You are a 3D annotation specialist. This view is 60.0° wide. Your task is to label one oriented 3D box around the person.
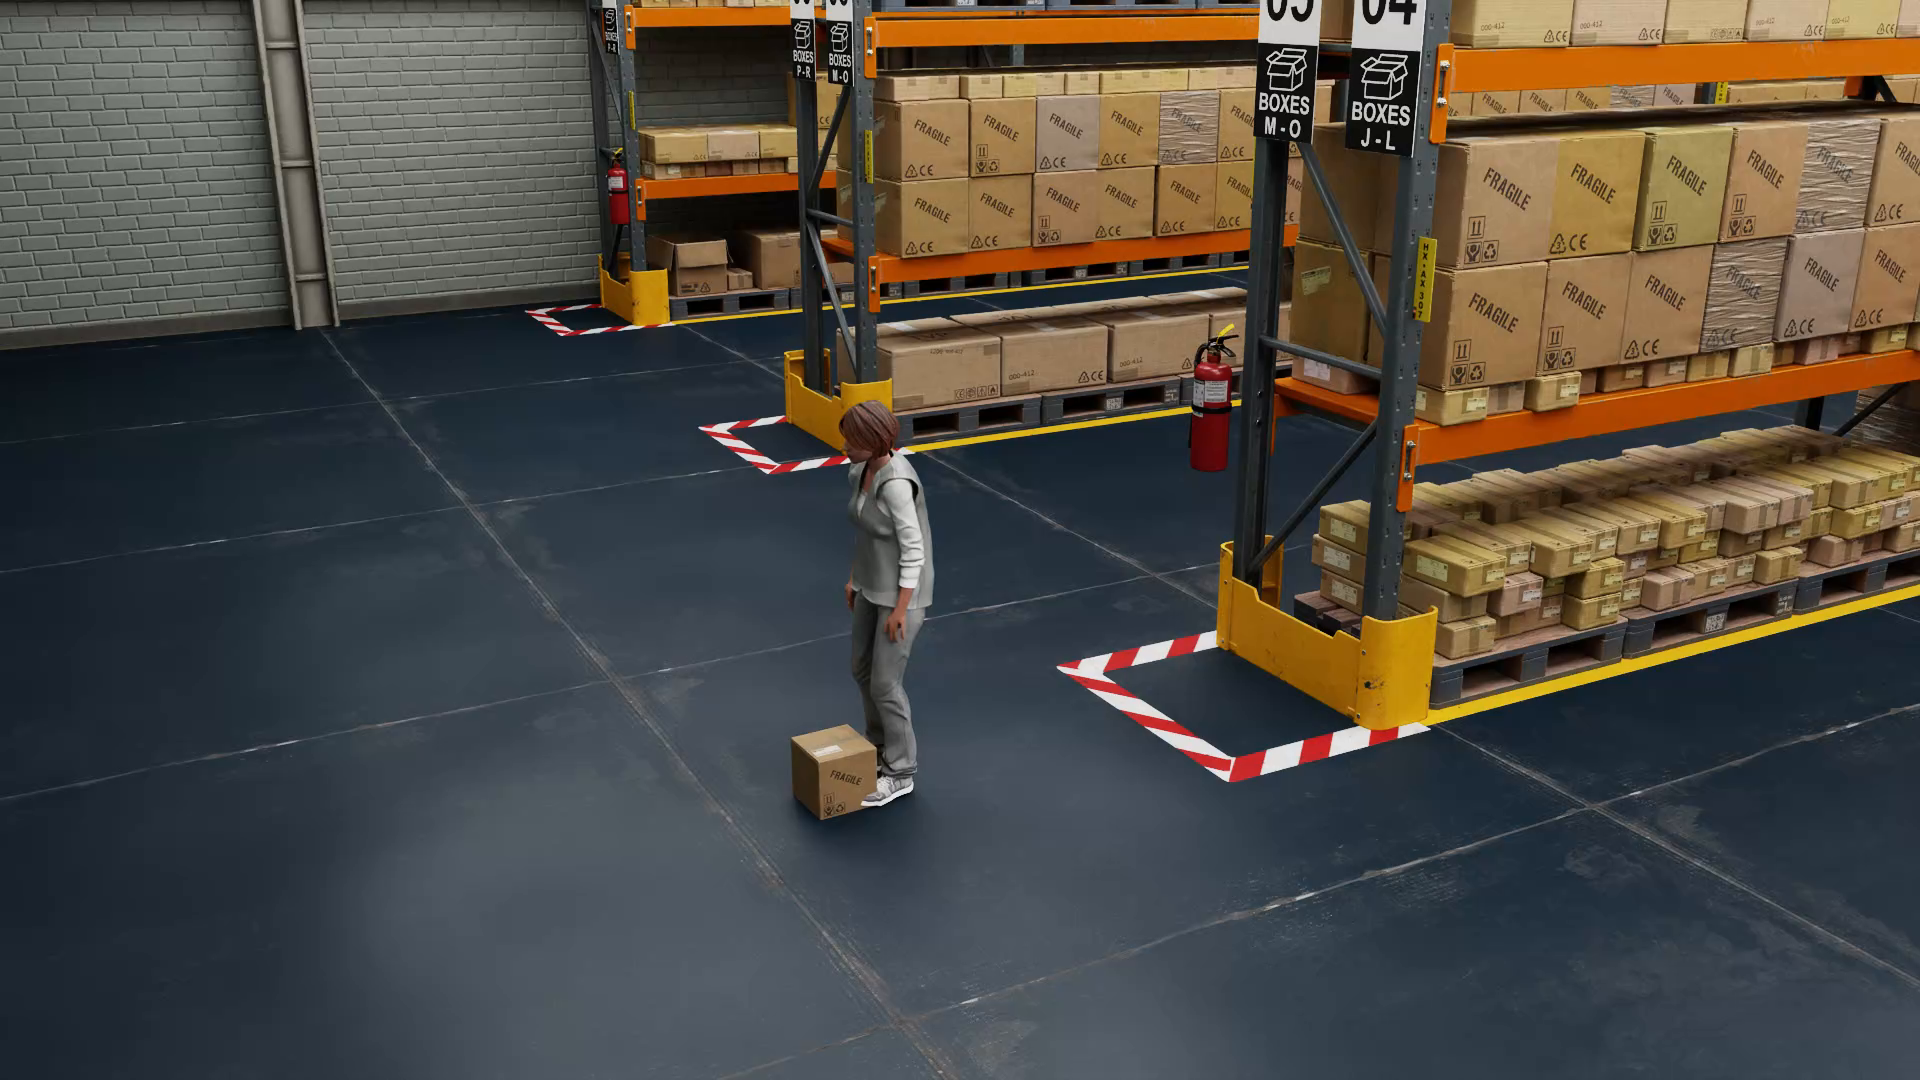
[{"bbox_3d":[-0.298,0.237,6.397,0.364,1.582,0.461,-10,21,-26],"label":"person"}]
